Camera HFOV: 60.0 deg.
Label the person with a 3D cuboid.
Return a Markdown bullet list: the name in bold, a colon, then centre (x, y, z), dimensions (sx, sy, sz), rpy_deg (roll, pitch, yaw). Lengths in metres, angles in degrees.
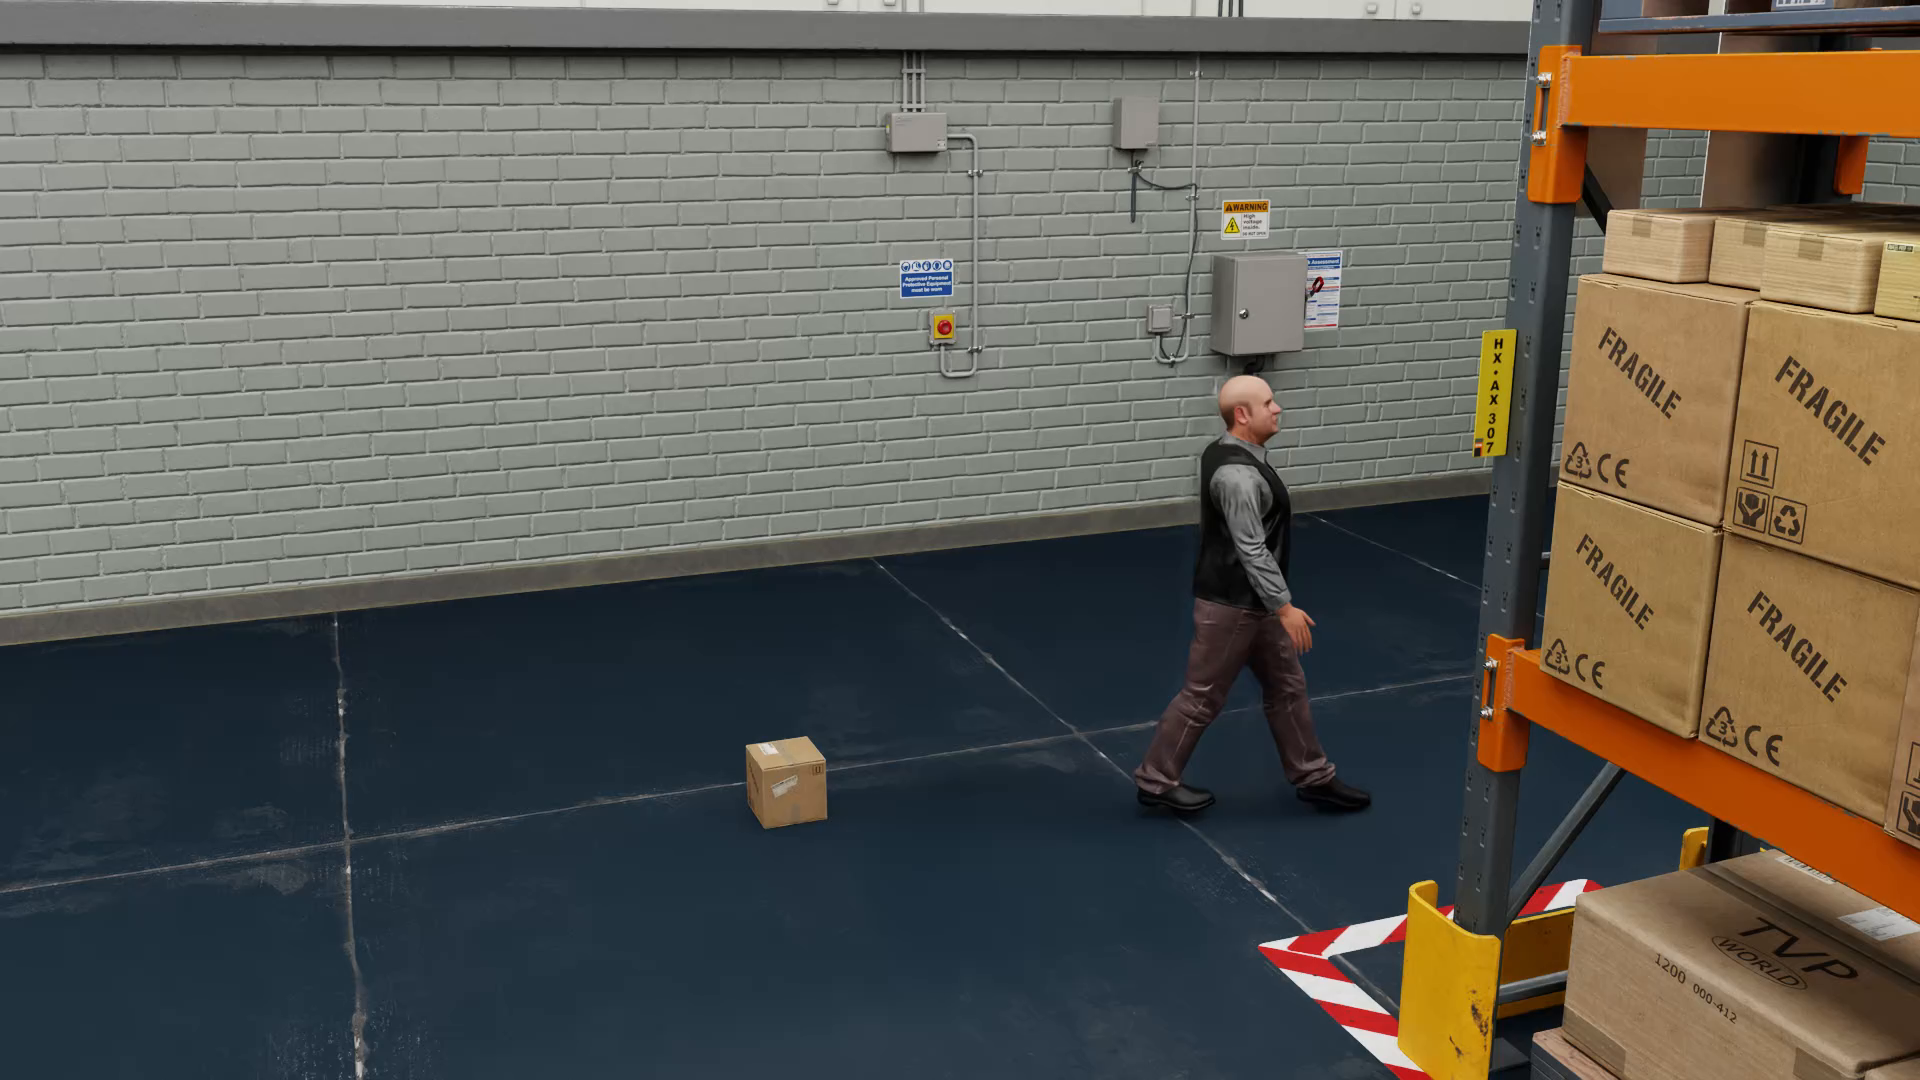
- **person**: centre (1.122, 0.234, 6.182), dimensions (0.911, 1.696, 0.583), rpy_deg (3, 16, 11)
